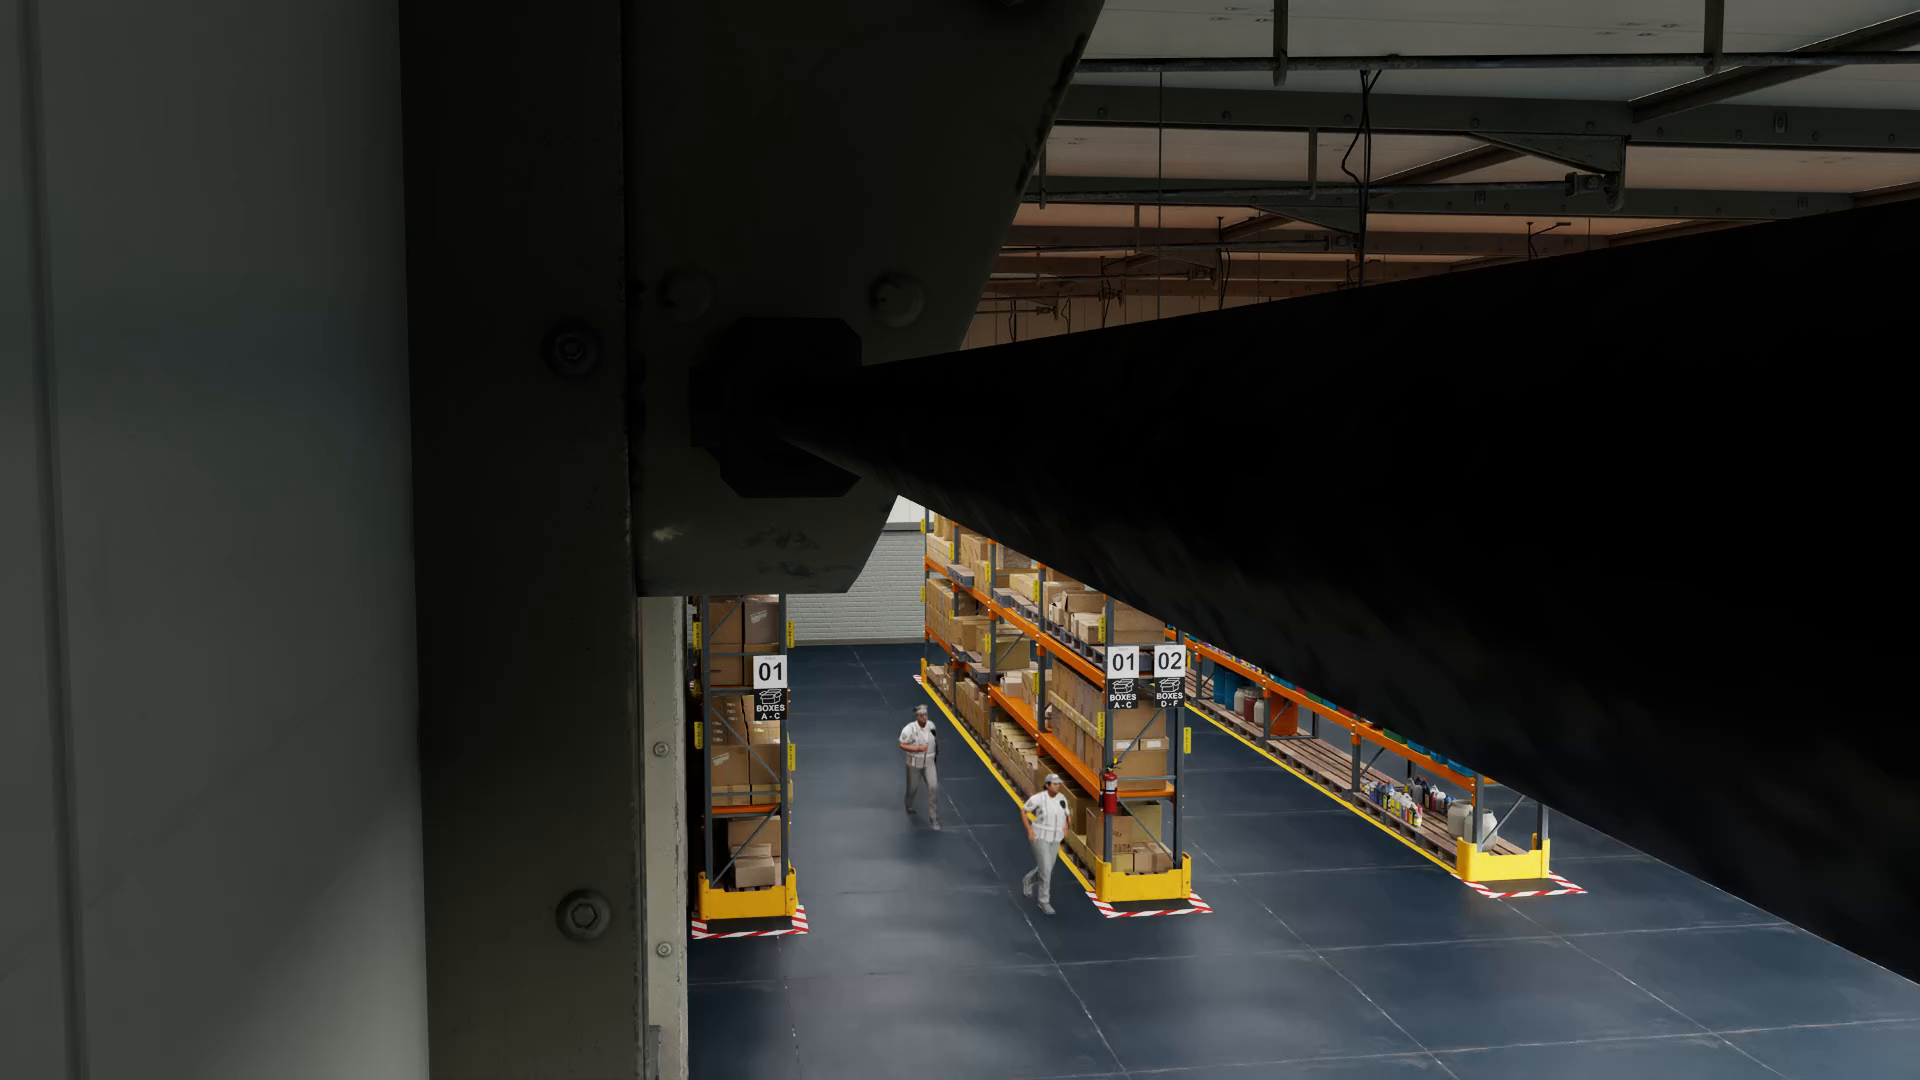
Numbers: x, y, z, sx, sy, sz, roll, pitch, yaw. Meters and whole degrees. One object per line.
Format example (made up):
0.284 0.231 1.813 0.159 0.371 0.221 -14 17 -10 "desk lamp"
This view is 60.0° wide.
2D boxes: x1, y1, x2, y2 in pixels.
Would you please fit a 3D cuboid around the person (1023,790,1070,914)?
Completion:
1.088 3.819 20.612 0.588 1.454 0.777 -3 6 -31 "person"

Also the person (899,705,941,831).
-0.618 3.312 24.471 0.626 1.844 1.008 -2 5 -18 "person"
